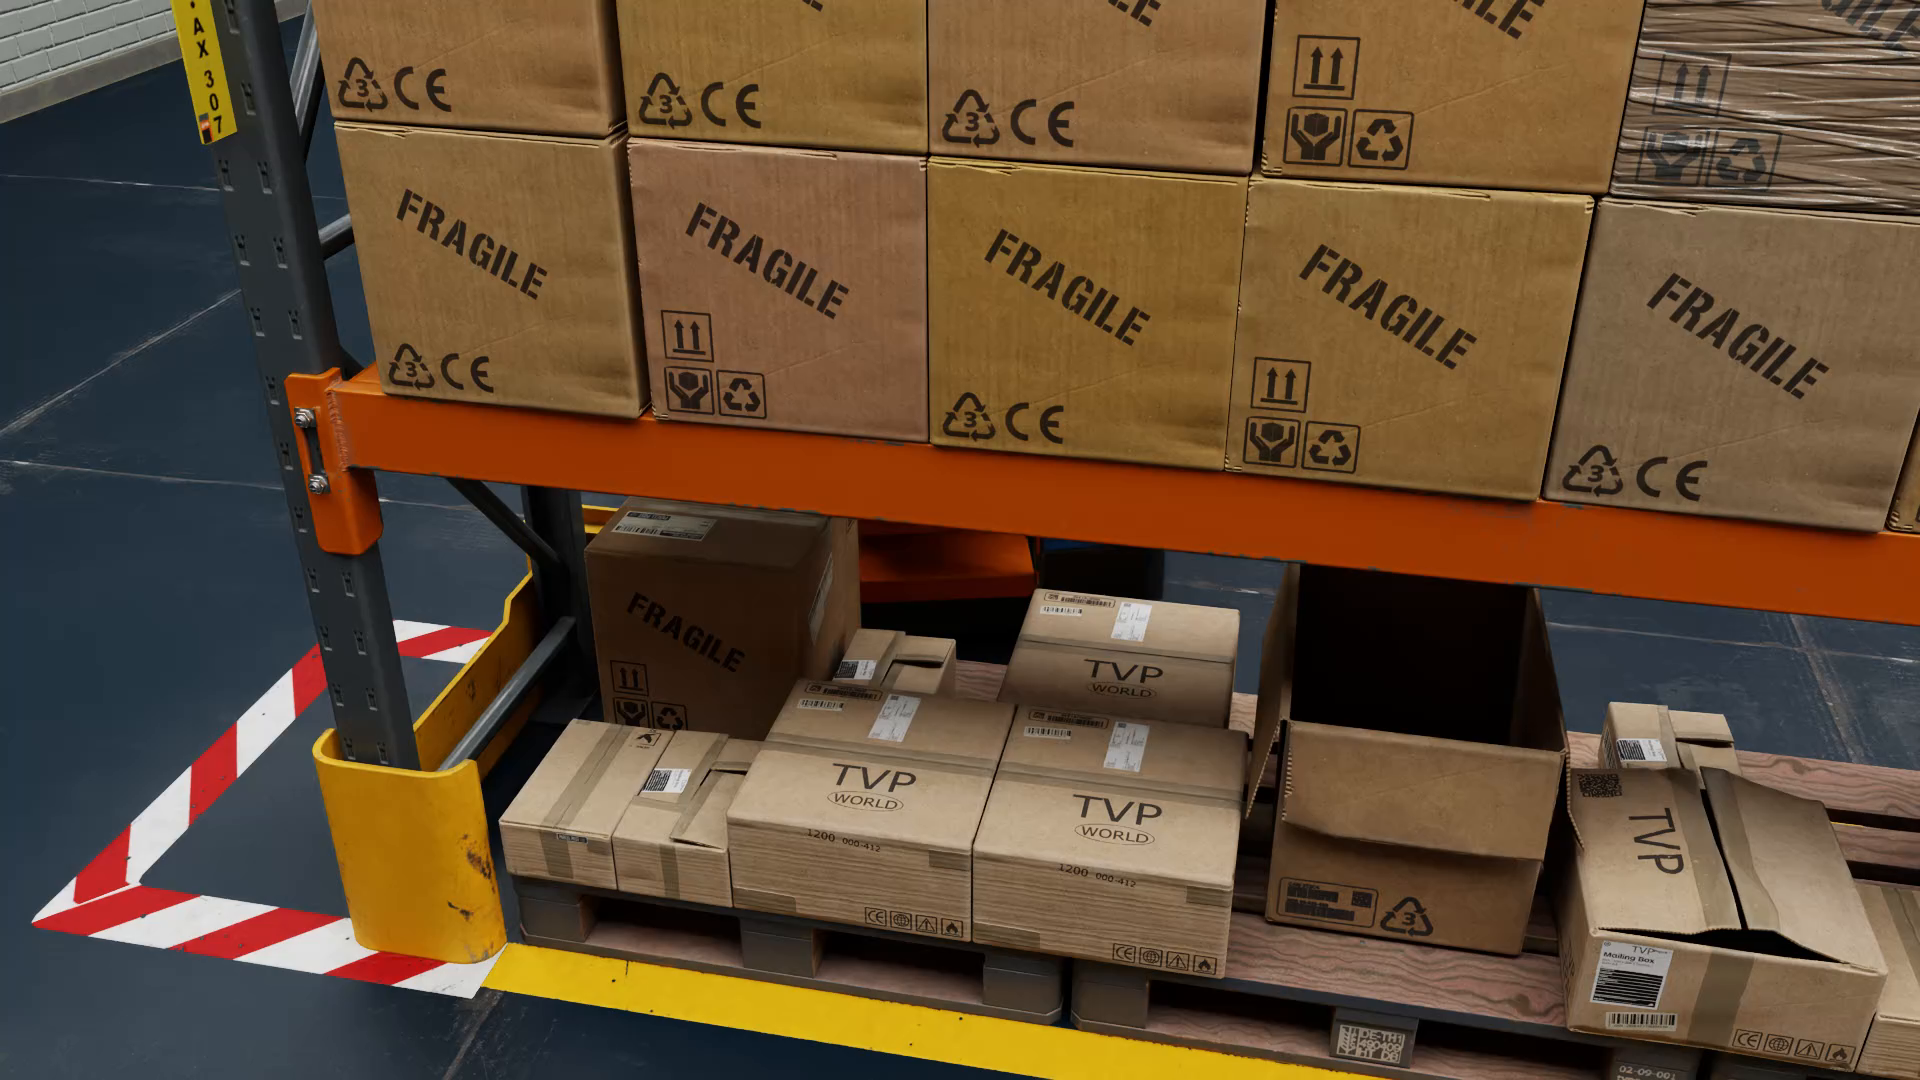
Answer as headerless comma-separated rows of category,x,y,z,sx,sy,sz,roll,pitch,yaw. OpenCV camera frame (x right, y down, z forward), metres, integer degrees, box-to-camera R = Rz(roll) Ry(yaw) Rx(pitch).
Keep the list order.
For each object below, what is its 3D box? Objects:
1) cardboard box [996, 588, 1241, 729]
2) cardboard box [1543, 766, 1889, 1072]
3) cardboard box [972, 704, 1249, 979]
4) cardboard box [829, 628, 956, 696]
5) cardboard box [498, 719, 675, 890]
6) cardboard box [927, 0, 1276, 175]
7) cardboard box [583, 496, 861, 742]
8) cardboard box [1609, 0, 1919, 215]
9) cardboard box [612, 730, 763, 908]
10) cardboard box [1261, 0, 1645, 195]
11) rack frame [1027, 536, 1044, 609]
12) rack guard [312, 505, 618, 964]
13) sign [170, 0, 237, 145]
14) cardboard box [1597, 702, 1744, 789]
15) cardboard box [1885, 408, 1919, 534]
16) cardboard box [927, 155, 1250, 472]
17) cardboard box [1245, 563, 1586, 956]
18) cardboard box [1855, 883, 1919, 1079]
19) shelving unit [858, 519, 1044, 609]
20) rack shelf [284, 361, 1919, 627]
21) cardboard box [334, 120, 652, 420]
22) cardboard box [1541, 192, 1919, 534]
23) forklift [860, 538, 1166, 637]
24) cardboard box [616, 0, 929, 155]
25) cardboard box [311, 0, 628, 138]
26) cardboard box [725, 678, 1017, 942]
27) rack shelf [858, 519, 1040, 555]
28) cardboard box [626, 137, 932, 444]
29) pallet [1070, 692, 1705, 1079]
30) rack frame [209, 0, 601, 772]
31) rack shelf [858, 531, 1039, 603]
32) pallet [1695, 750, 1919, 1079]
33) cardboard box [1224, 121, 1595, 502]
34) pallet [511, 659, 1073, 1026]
cardboard box,0.375,0.366,3.863,0.500,0.250,0.500,6,29,11
cardboard box,1.430,0.693,3.202,0.500,0.311,0.500,6,29,11
cardboard box,0.319,0.606,3.425,0.500,0.250,0.500,6,29,11
cardboard box,-0.171,0.376,3.932,0.250,0.166,0.380,6,29,11
cardboard box,-0.794,0.565,3.604,0.250,0.149,0.380,6,29,11
cardboard box,0.249,-0.908,2.640,0.500,0.500,0.500,6,29,11
cardboard box,-0.548,0.147,4.003,0.500,0.500,0.500,6,29,11
cardboard box,1.237,-0.807,2.454,0.500,0.500,0.500,6,29,11
cardboard box,-0.549,0.583,3.554,0.250,0.166,0.380,6,29,11
cardboard box,0.746,-0.858,2.548,0.500,0.500,0.500,6,29,10
rack frame,0.197,-0.146,4.257,0.015,1.200,0.240,-2,30,-3
rack guard,-1.057,0.409,3.983,0.348,0.500,1.175,6,29,11
sign,-1.245,-0.820,2.723,0.005,0.325,0.100,6,29,11
cardboard box,1.567,0.530,3.651,0.250,0.166,0.380,6,29,11
cardboard box,1.734,-0.319,2.605,0.500,0.500,0.500,7,29,12
cardboard box,0.243,-0.470,2.881,0.500,0.500,0.500,6,29,10
cardboard box,0.942,0.422,3.498,0.637,0.503,0.797,6,29,11
cardboard box,1.785,0.830,3.121,0.250,0.149,0.380,6,29,11
shelving unit,-0.046,-0.137,4.243,0.503,1.200,0.258,-2,30,-3
rack shelf,0.824,-0.179,3.203,4.000,0.370,1.077,6,29,11
cardboard box,-0.753,-0.571,3.065,0.500,0.500,0.500,6,29,12
cardboard box,1.231,-0.369,2.697,0.500,0.500,0.500,7,29,12
forklift,-0.151,-1.684,5.275,1.130,2.935,3.031,-4,29,-8
cardboard box,-0.240,-0.961,2.736,0.500,0.500,0.500,6,29,11
cardboard box,-0.753,-1.010,2.825,0.500,0.500,0.500,7,29,12
cardboard box,-0.170,0.556,3.517,0.500,0.250,0.500,6,29,11
rack shelf,-0.046,-0.078,4.277,0.480,0.148,0.258,-2,30,-3
cardboard box,-0.247,-0.522,2.975,0.500,0.500,0.500,6,29,10
pallet,0.912,0.738,3.682,1.213,0.211,1.003,6,29,11
rack frame,-1.131,-0.695,3.397,0.127,3.000,1.000,6,29,11
rack shelf,-0.044,0.094,4.375,0.480,0.148,0.258,-2,30,-3
pallet,2.109,0.860,3.460,1.213,0.211,1.003,6,29,11
cardboard box,0.732,-0.419,2.788,0.500,0.500,0.500,6,29,11
pallet,-0.277,0.615,3.907,1.213,0.211,1.003,6,29,11
